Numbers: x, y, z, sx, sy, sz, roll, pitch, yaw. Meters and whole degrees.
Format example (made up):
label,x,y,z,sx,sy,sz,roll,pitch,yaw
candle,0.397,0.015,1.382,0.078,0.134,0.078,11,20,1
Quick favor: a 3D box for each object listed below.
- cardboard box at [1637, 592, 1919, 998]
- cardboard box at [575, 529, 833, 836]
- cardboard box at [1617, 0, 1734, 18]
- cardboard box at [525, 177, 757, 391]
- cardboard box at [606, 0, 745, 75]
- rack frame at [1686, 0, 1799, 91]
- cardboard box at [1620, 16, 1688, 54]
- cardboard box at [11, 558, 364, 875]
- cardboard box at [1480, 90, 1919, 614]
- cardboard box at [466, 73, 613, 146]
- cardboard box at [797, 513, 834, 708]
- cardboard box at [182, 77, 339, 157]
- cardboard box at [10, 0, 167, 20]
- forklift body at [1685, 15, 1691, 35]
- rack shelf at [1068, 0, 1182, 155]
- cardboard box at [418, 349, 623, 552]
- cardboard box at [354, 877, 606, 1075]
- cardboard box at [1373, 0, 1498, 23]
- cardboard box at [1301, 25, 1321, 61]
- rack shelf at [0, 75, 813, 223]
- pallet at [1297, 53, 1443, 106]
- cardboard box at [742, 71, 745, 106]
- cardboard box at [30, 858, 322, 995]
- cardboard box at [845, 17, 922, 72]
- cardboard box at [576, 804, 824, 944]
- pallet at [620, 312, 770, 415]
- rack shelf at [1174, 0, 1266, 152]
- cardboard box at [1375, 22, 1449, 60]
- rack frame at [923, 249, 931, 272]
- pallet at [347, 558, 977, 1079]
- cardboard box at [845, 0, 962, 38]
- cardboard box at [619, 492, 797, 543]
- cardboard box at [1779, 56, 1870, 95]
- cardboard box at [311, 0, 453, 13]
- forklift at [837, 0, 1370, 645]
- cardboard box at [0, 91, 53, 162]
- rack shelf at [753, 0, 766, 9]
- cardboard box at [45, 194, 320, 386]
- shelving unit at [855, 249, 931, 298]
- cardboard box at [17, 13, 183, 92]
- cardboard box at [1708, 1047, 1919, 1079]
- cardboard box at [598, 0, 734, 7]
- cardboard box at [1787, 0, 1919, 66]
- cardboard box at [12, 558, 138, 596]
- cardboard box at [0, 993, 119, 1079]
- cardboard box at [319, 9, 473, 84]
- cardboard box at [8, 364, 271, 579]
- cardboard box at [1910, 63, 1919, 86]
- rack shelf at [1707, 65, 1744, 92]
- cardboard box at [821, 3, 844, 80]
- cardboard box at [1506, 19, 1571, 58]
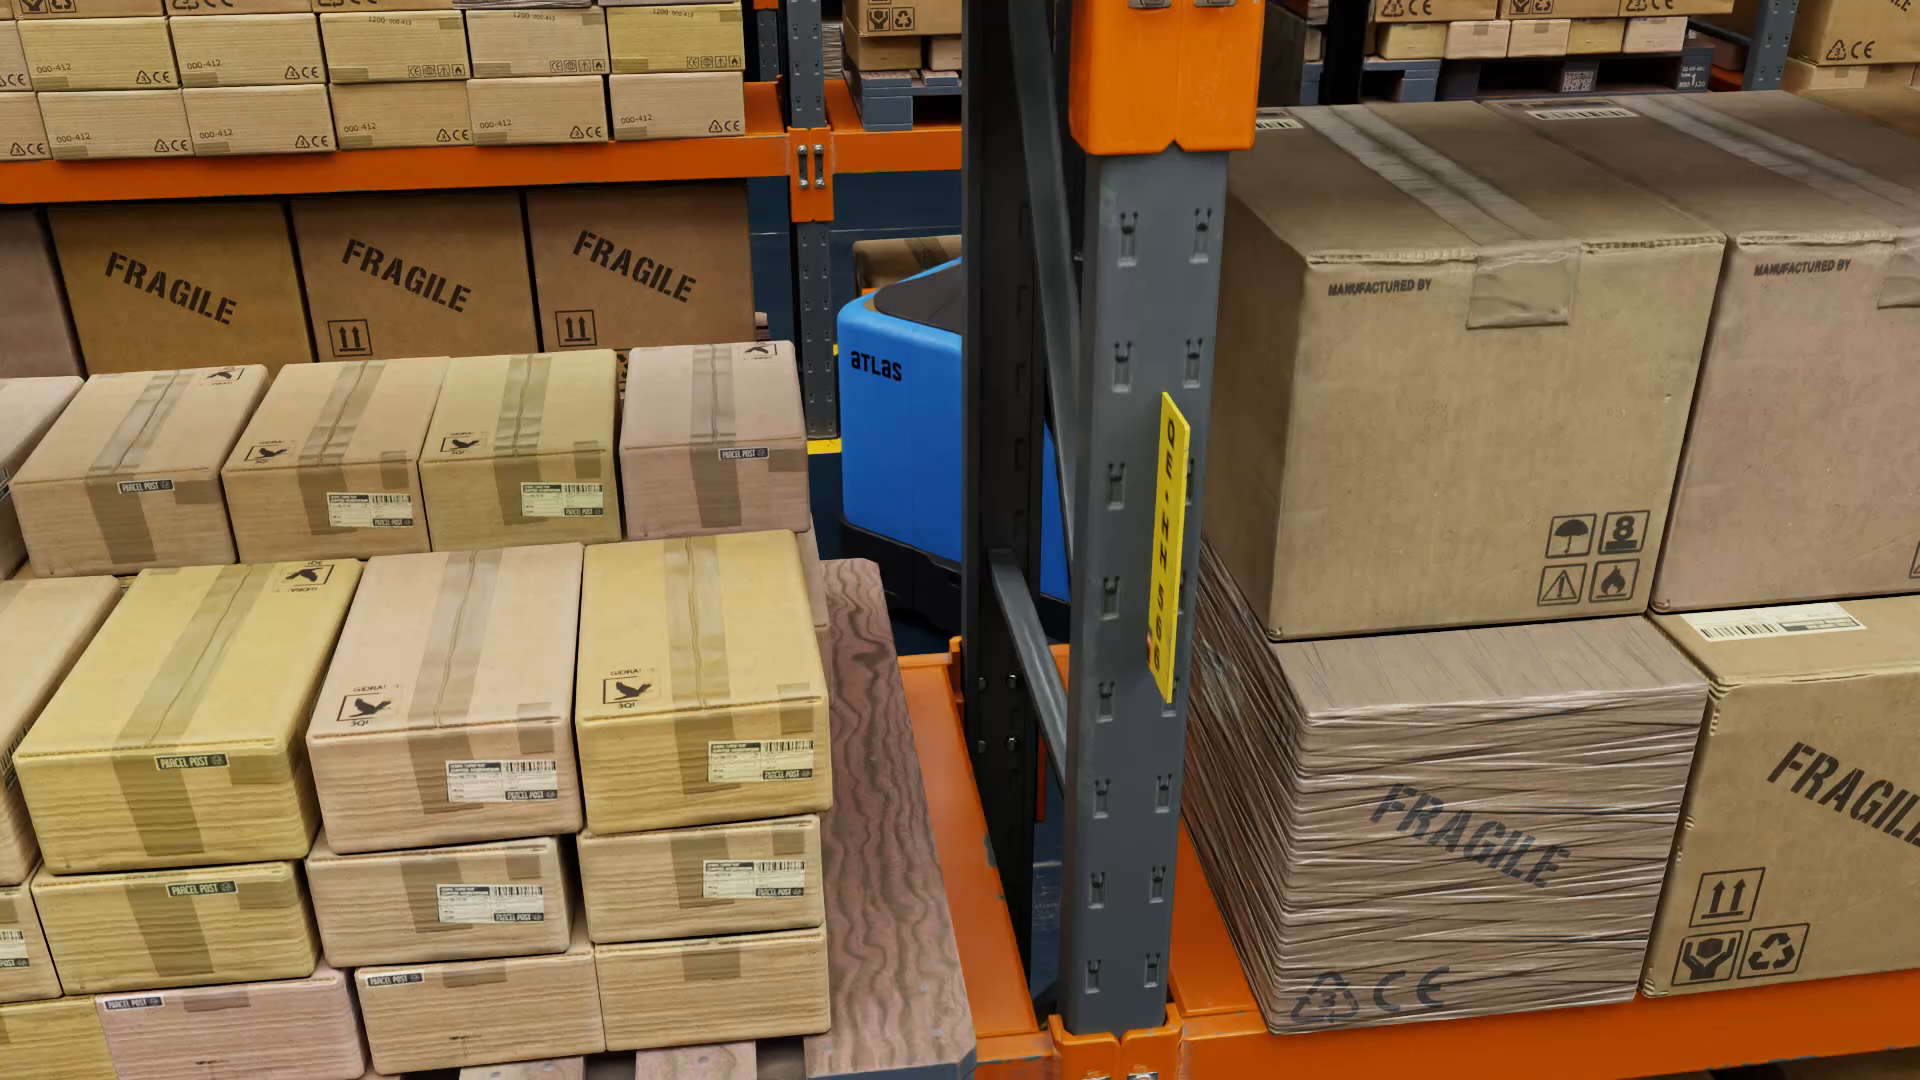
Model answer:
label,x,y,z,sx,sy,sz,roll,pitch,yaw
cardboard box,1.119,0.261,2.345,0.500,0.500,0.500,-4,27,-8
cardboard box,-0.288,0.145,1.846,0.250,0.149,0.380,-5,28,-9
cardboard box,2.879,-2.470,6.883,0.500,0.500,0.500,-4,27,-8
cardboard box,-1.352,-1.220,7.210,0.875,0.875,0.875,-4,27,-8
cardboard box,-1.101,-1.995,6.470,0.500,0.250,0.500,-4,27,-7
rack frame,3.305,-2.240,7.329,0.127,3.000,1.000,-4,27,-7
cardboard box,2.834,-2.157,6.984,0.250,0.149,0.380,-3,27,-6
cardboard box,-0.797,0.176,1.784,0.250,0.149,0.380,-3,27,-6
cardboard box,1.080,-0.300,2.344,0.500,0.500,0.700,-4,27,-8
cardboard box,-1.625,-1.729,6.499,0.500,0.250,0.500,-3,27,-6
cardboard box,-0.338,0.108,2.569,0.250,0.149,0.380,-4,27,-8
cardboard box,-2.627,-1.659,6.363,0.500,0.250,0.500,-4,27,-8
cardboard box,-3.145,-2.194,6.035,0.500,0.500,0.500,-4,27,-8
forklift body,4.947,-3.415,10.549,1.214,2.155,2.313,-4,27,-7
rack shelf,-1.847,-0.641,1.716,4.000,0.370,1.077,-4,27,-7
cardboard box,-0.617,-0.134,2.388,0.250,0.149,0.380,-4,27,-9
cardboard box,-0.537,0.425,1.951,0.250,0.149,0.380,-4,27,-7
cardboard box,1.876,-2.408,6.762,0.500,0.500,0.500,-3,27,-5
cardboard box,1.298,-2.078,6.829,0.250,0.149,0.380,-3,27,-5
rack shelf,-2.637,-1.538,6.750,4.000,0.370,1.077,-4,27,-7
pallet,1.298,-2.044,7.159,1.213,0.211,1.003,-4,27,-7
cardboard box,-1.176,-2.001,7.029,0.500,0.250,0.500,-4,27,-8
cardboard box,-0.817,0.312,1.846,0.250,0.149,0.380,-3,27,-6
cardboard box,-0.309,-1.997,6.671,0.250,0.149,0.380,-5,28,-10
cardboard box,-0.292,0.276,1.916,0.250,0.149,0.380,-3,27,-6
pallet,-1.448,-0.729,7.439,1.213,0.211,1.003,-4,27,-7
rack shelf,2.114,-0.896,2.212,4.000,0.370,1.077,-4,27,-7
cardboard box,1.821,-2.099,6.870,0.250,0.149,0.380,-4,27,-7
rack frame,-0.119,-0.537,6.146,0.008,1.050,0.200,-3,27,-6
pallet,-0.558,0.425,2.346,1.003,0.211,1.213,-4,27,-7
cardboard box,-0.179,-2.273,6.499,0.500,0.500,0.500,-4,27,-9
cardboard box,-0.373,-0.021,2.495,0.250,0.149,0.380,-2,27,-5
cardboard box,3.661,-2.003,7.143,0.250,0.149,0.380,-4,27,-7
cardboard box,-2.132,-2.259,6.161,0.500,0.500,0.500,-4,27,-7
forklift,1.065,-0.875,4.745,3.031,2.935,1.130,19,33,33
cardboard box,-3.633,-1.606,6.259,0.500,0.250,0.500,-4,27,-8
rack shelf,-3.332,-3.782,11.122,4.000,0.370,1.077,-4,27,-7
cardboard box,-3.121,-1.109,6.993,0.875,0.875,0.875,-3,27,-6
shelving unit,-0.240,-0.530,6.133,0.252,1.050,0.215,-3,27,-6
cardboard box,-3.127,-1.853,6.192,0.500,0.250,0.500,-3,27,-6
cardboard box,1.614,1.005,3.010,0.750,0.750,1.050,-3,27,-6
cardboard box,-1.132,-2.323,6.288,0.500,0.500,0.500,-4,27,-9
cardboard box,3.779,-2.318,7.047,0.500,0.500,0.500,-4,27,-7
cardboard box,-1.155,0.031,2.392,0.250,0.149,0.380,-4,27,-7
cardboard box,-1.039,0.456,1.891,0.250,0.149,0.380,-4,27,-8
cardboard box,-2.112,-1.919,6.321,0.500,0.250,0.500,-4,27,-8
cardboard box,-1.123,-0.103,2.329,0.250,0.149,0.380,-5,28,-9
cardboard box,4.163,-2.073,7.280,0.250,0.149,0.380,-4,27,-7
rack shelf,5.285,-2.047,7.741,4.000,0.370,1.077,-4,27,-7
cardboard box,-0.732,-3.393,11.718,0.625,0.625,0.875,-3,27,-5
cardboard box,2.320,-2.116,6.903,0.250,0.149,0.380,-4,27,-8
